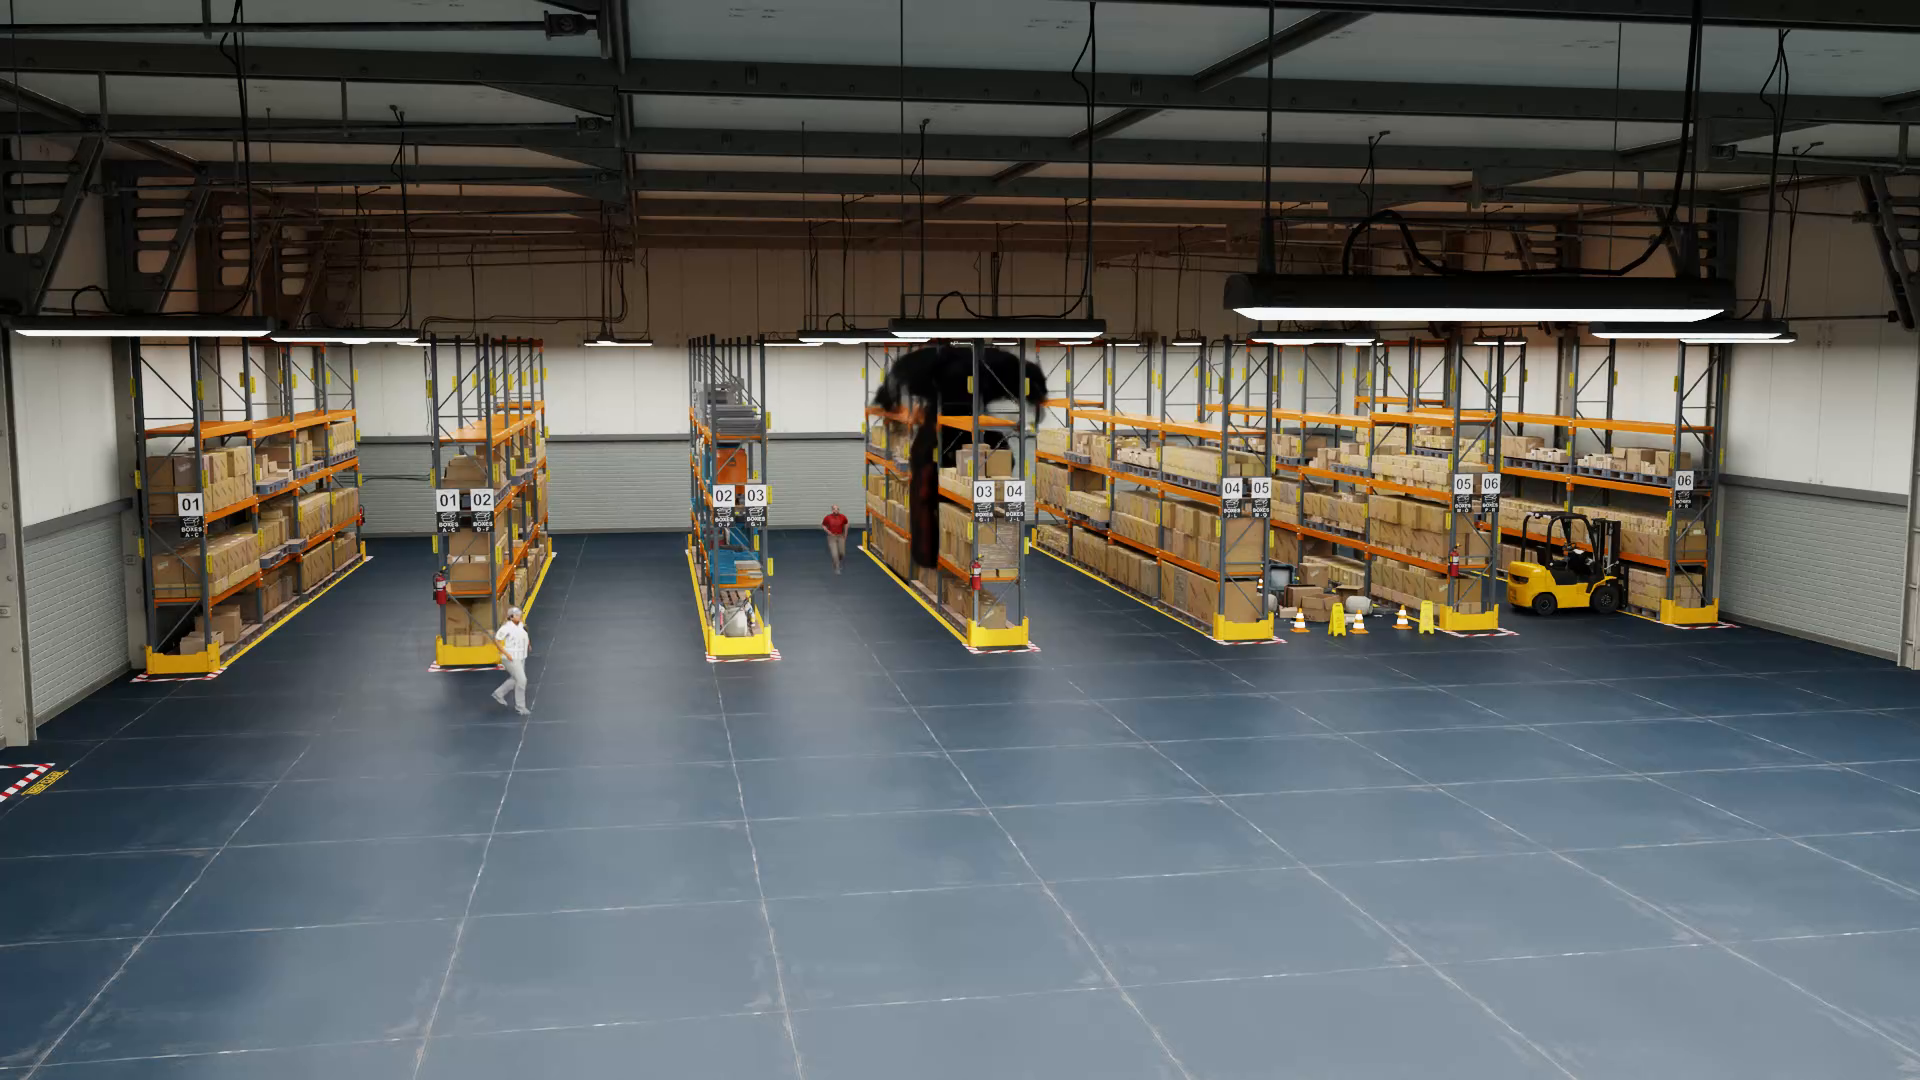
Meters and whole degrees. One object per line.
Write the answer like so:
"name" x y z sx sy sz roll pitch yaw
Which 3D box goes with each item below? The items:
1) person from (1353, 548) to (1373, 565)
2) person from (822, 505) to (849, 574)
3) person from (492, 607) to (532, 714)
"person" 10.555 -0.124 43.406 0.708 1.856 0.840 -2 7 -15
"person" -2.998 -0.008 40.322 0.671 1.695 0.544 -1 7 -13
"person" -7.097 1.904 26.322 0.766 1.714 0.635 2 7 18
